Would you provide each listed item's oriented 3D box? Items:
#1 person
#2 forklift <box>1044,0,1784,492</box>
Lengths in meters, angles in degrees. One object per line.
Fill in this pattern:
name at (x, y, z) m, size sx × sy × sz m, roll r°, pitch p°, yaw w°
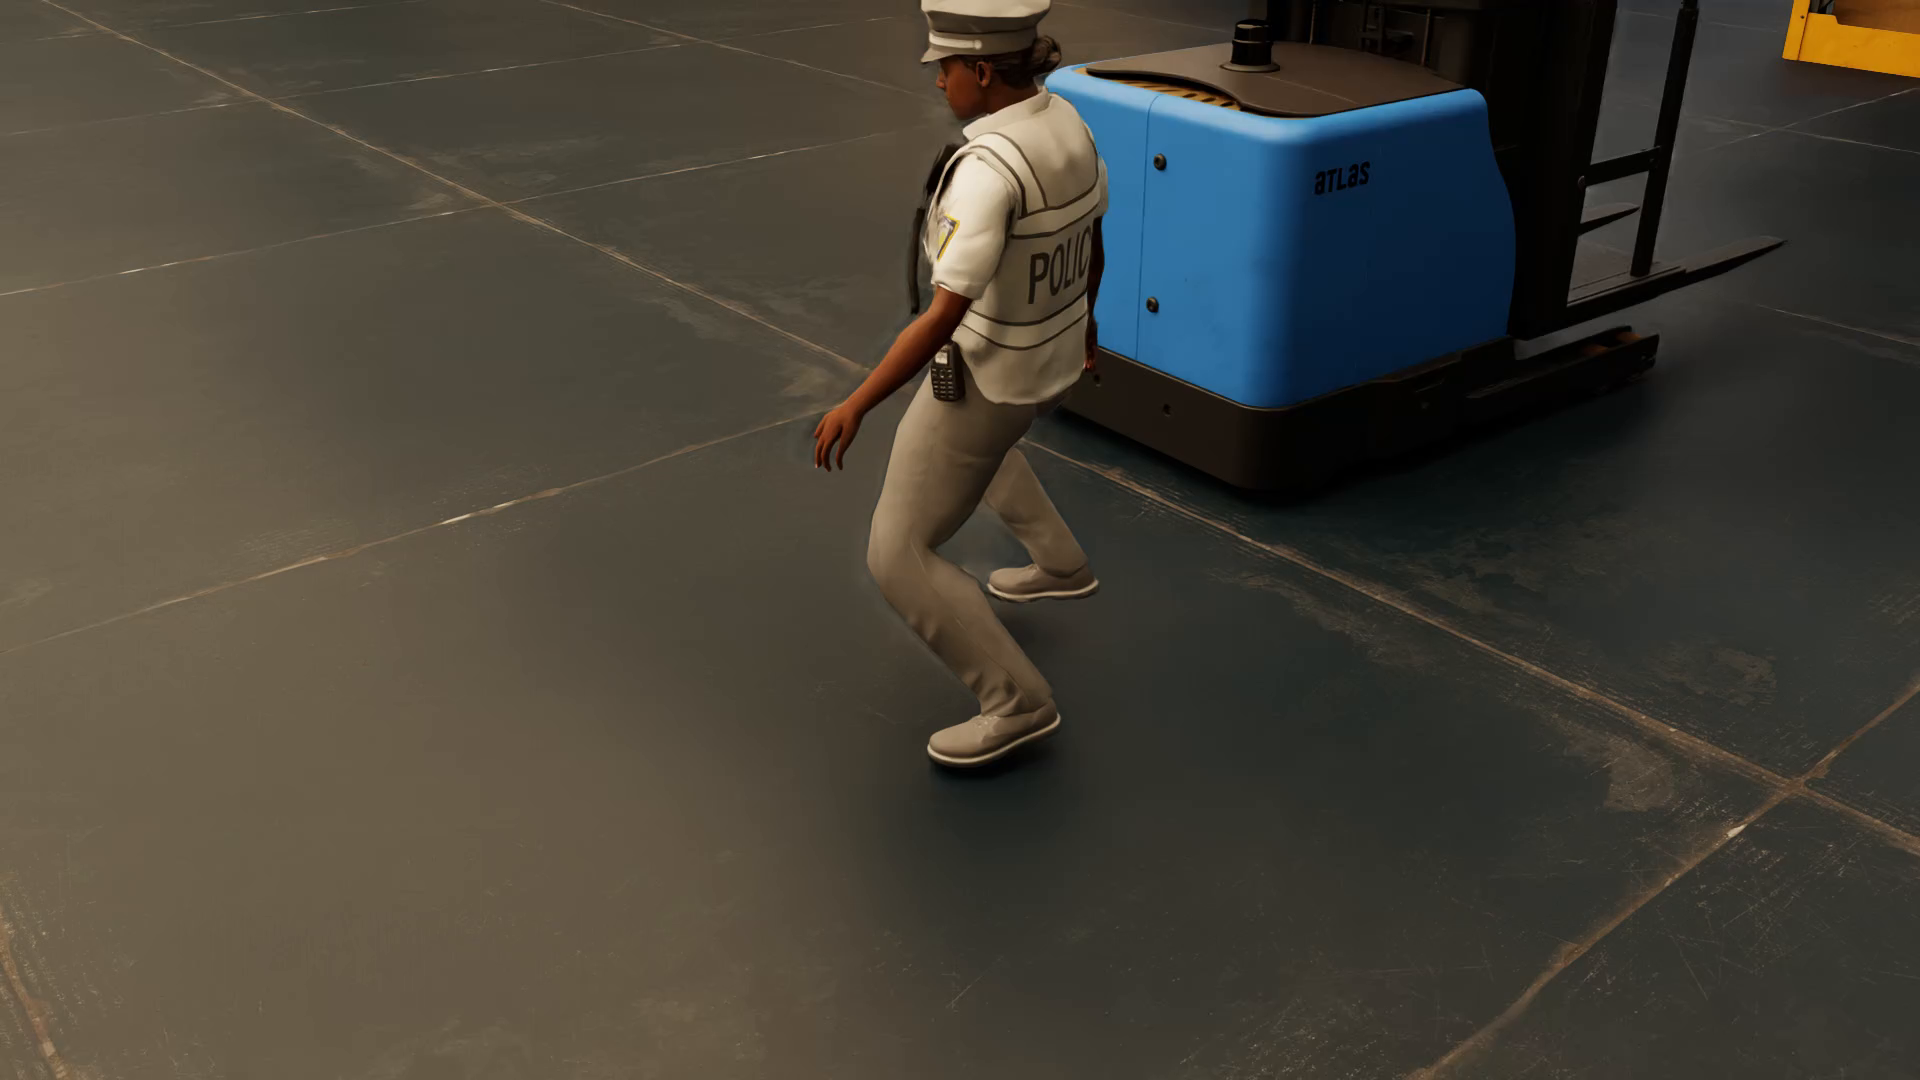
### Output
person at (0.062, -0.380, 3.503) m, size 0.578 × 1.527 × 0.851 m, roll 16°, pitch 30°, yaw 28°
forklift at (1.711, -1.959, 5.151) m, size 3.031 × 2.935 × 1.130 m, roll -19°, pitch 32°, yaw -33°
